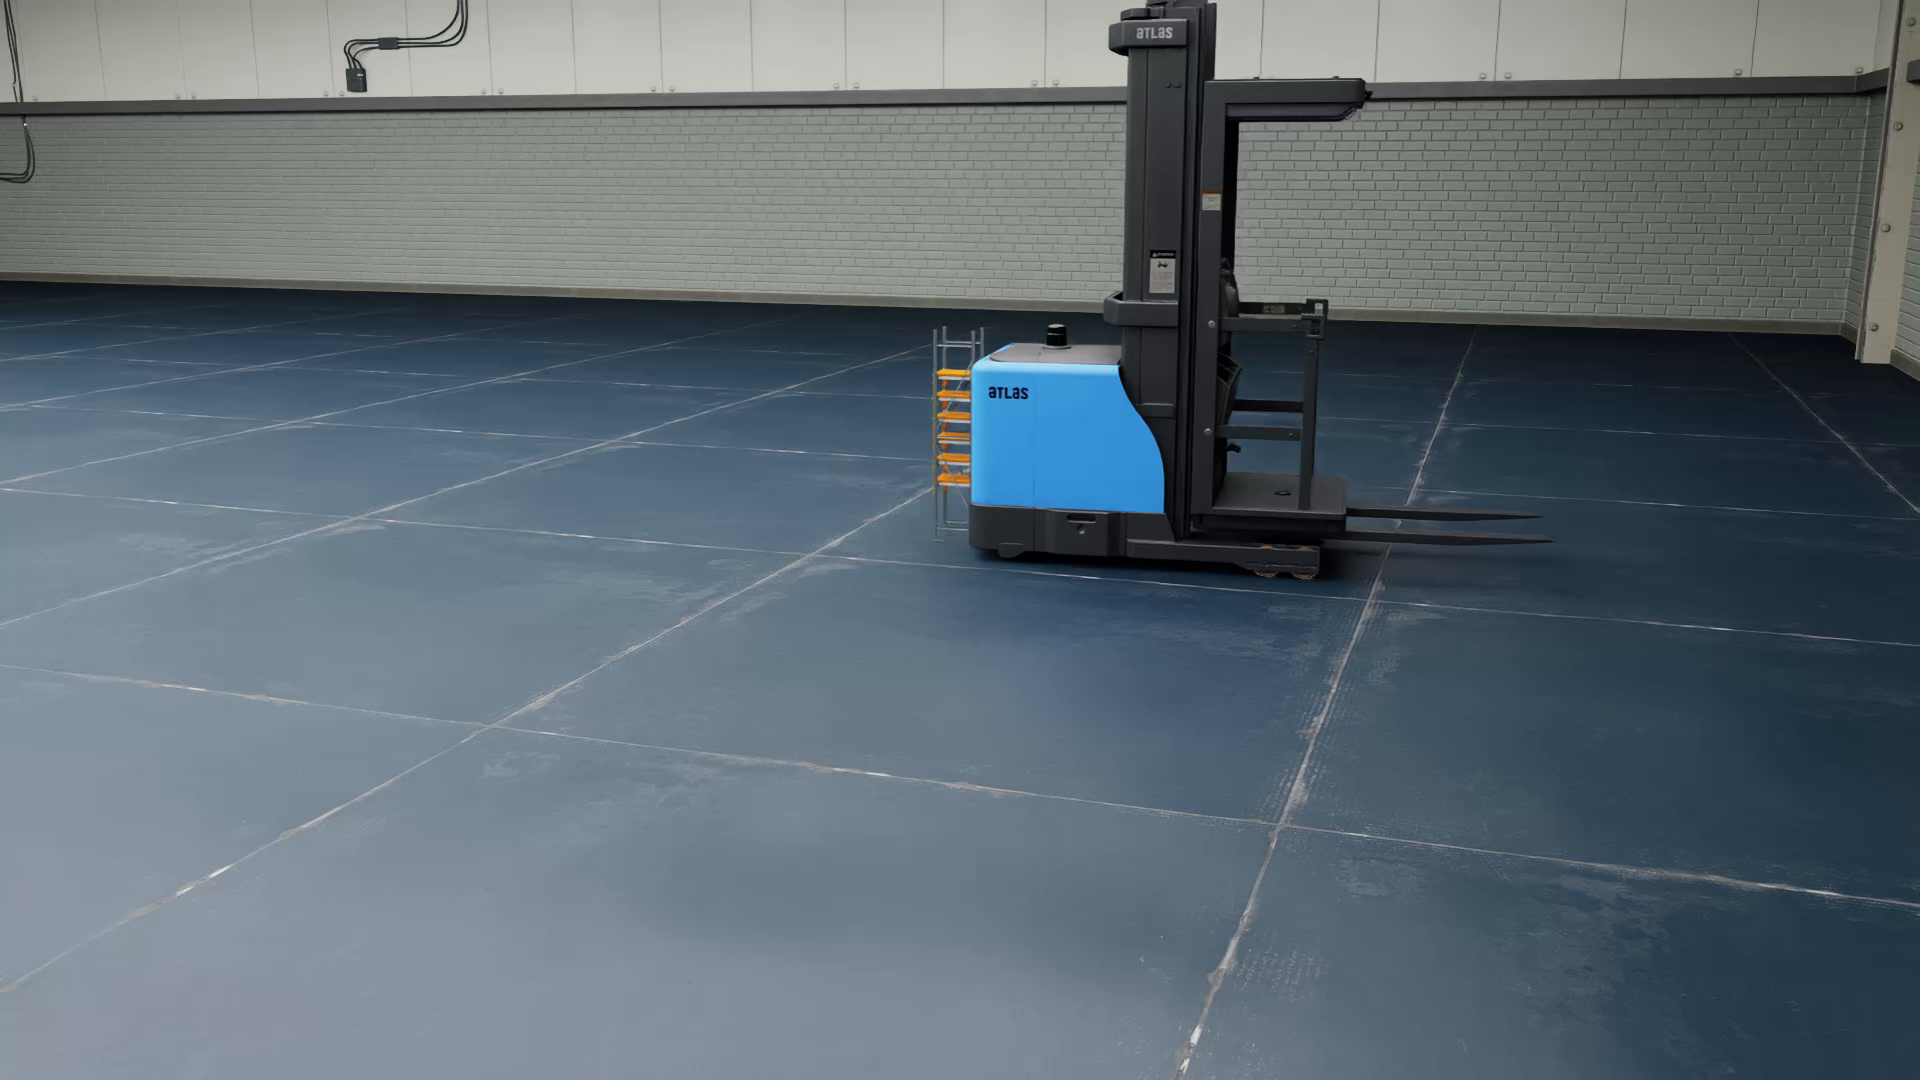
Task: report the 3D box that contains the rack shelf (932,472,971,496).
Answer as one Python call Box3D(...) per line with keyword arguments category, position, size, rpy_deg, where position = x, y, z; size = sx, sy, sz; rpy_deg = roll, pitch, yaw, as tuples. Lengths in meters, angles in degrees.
Box3D(category="rack shelf", position=(-0.007, -0.311, 9.432), size=(0.258, 0.103, 0.180), rpy_deg=(4, 13, 15))

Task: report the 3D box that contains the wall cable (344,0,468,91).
Box3D(category="wall cable", position=(-8.768, -10.079, 25.783), size=(2.305, 6.003, 0.169), rpy_deg=(4, 14, 18))

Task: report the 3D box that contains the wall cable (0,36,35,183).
Box3D(category="wall cable", position=(-17.746, -7.594, 29.516), size=(3.097, 2.526, 0.112), rpy_deg=(4, 14, 18))

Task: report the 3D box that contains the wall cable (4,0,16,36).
Box3D(category="wall cable", position=(-15.186, -9.862, 28.101), size=(3.097, 2.526, 0.112), rpy_deg=(4, 14, 18))

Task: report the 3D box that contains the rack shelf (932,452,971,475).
Box3D(category="rack shelf", position=(-0.007, -0.428, 9.405), size=(0.258, 0.103, 0.180), rpy_deg=(4, 13, 15))

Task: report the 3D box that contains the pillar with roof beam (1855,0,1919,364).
Box3D(category="pillar with roof beam", position=(5.782, -6.625, 18.292), size=(9.100, 9.000, 0.400), rpy_deg=(4, 14, 18))

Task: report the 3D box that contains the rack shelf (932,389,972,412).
Box3D(category="rack shelf", position=(-0.007, -0.779, 9.326), size=(0.258, 0.103, 0.180), rpy_deg=(4, 13, 15))

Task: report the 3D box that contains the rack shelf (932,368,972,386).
Box3D(category="rack shelf", position=(-0.007, -0.896, 9.299), size=(0.258, 0.103, 0.180), rpy_deg=(4, 13, 15))

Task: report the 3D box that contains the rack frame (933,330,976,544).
Box3D(category="rack frame", position=(-0.031, -0.569, 9.283), size=(0.240, 1.200, 0.006), rpy_deg=(4, 13, 15))

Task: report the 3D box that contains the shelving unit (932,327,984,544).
Box3D(category="shelving unit", position=(-0.007, -0.588, 9.369), size=(0.258, 1.200, 0.189), rpy_deg=(4, 13, 15))

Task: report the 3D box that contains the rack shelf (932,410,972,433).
Box3D(category="rack shelf", position=(-0.007, -0.662, 9.352), size=(0.258, 0.103, 0.180), rpy_deg=(4, 13, 15))

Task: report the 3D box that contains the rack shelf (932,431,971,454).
Box3D(category="rack shelf", position=(-0.007, -0.545, 9.379), size=(0.258, 0.103, 0.180), rpy_deg=(4, 13, 15))

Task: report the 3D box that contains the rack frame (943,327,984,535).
Box3D(category="rack frame", position=(0.018, -0.608, 9.455), size=(0.240, 1.200, 0.006), rpy_deg=(4, 13, 15))

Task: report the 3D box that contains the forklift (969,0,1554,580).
Box3D(category="forklift", position=(1.621, -1.354, 8.835), size=(3.031, 2.935, 1.130), rpy_deg=(3, 13, 12))
